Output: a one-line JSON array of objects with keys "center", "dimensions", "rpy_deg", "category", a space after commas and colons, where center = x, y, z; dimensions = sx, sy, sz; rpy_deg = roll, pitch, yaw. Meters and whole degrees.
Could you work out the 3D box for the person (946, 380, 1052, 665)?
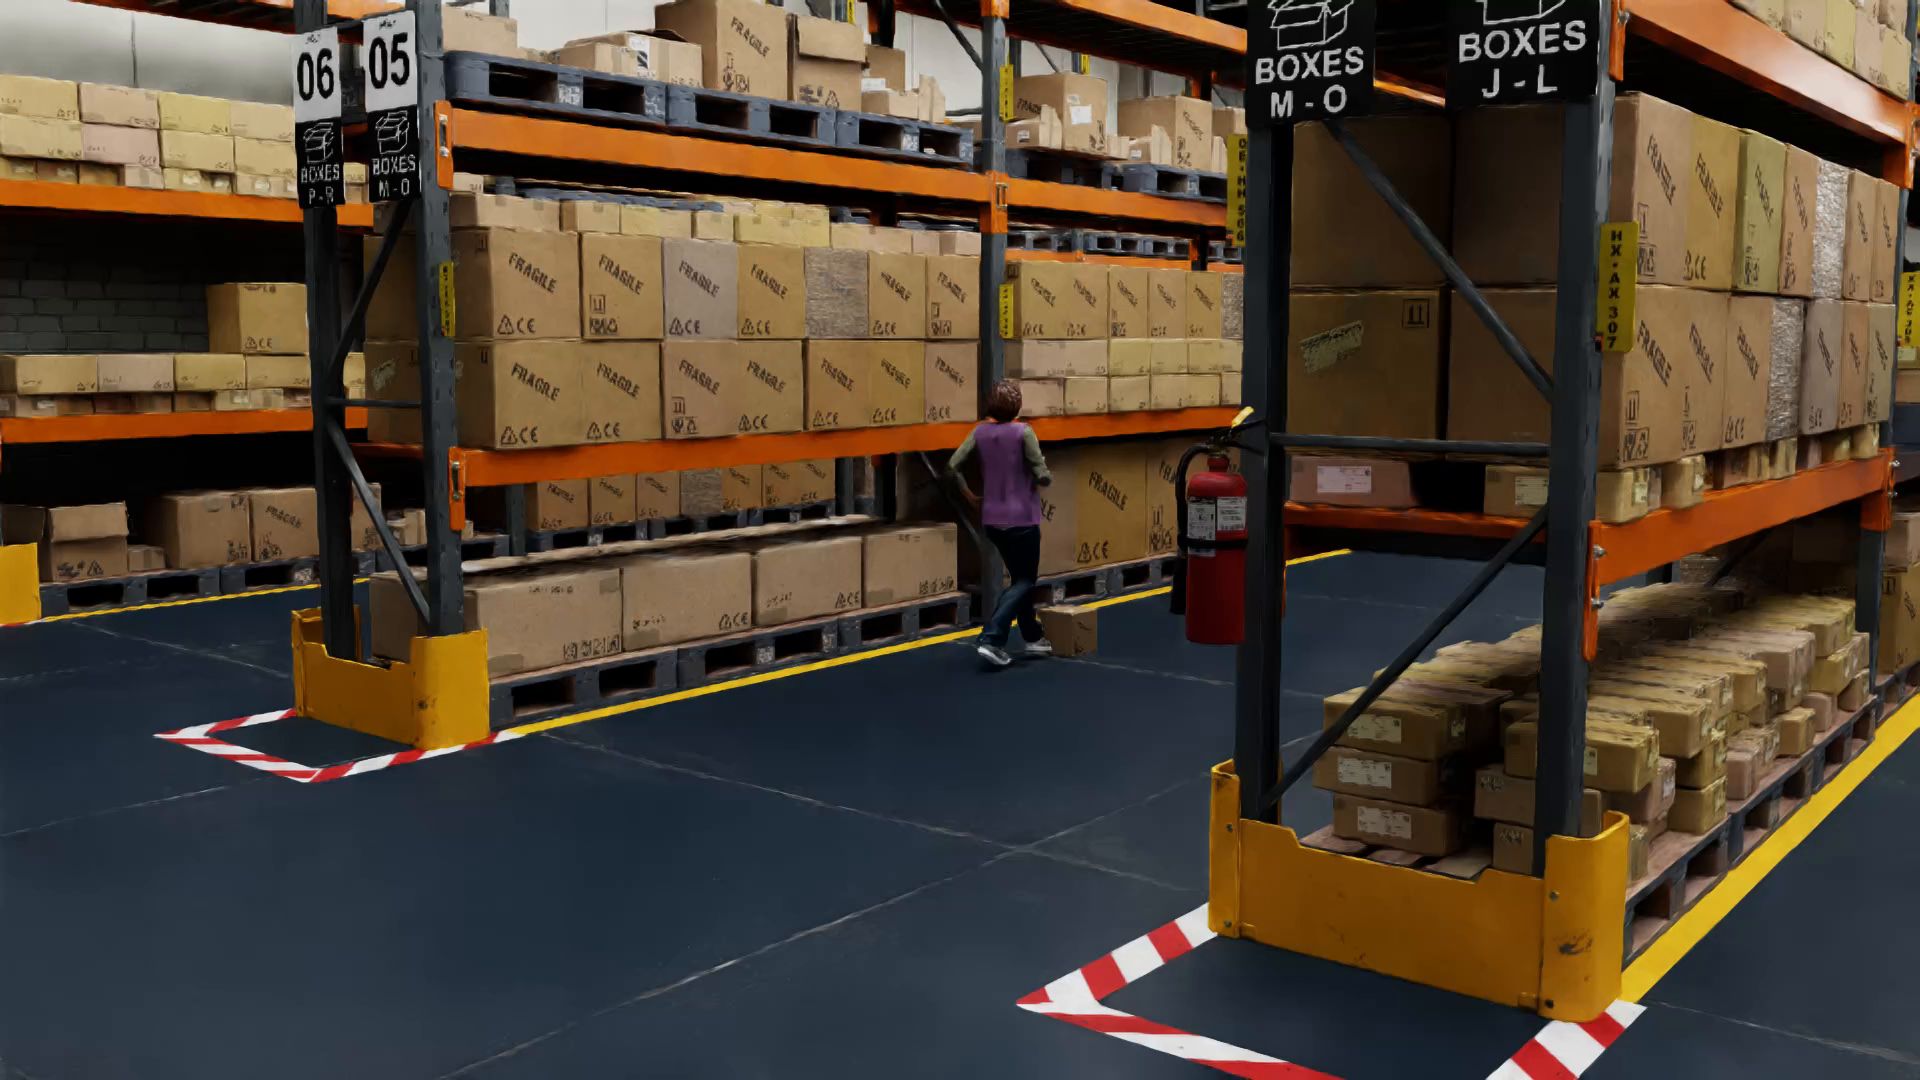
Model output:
[{"center": [0.343, -0.102, 9.199], "dimensions": [0.502, 1.562, 0.743], "rpy_deg": [6, 9, 41], "category": "person"}]
